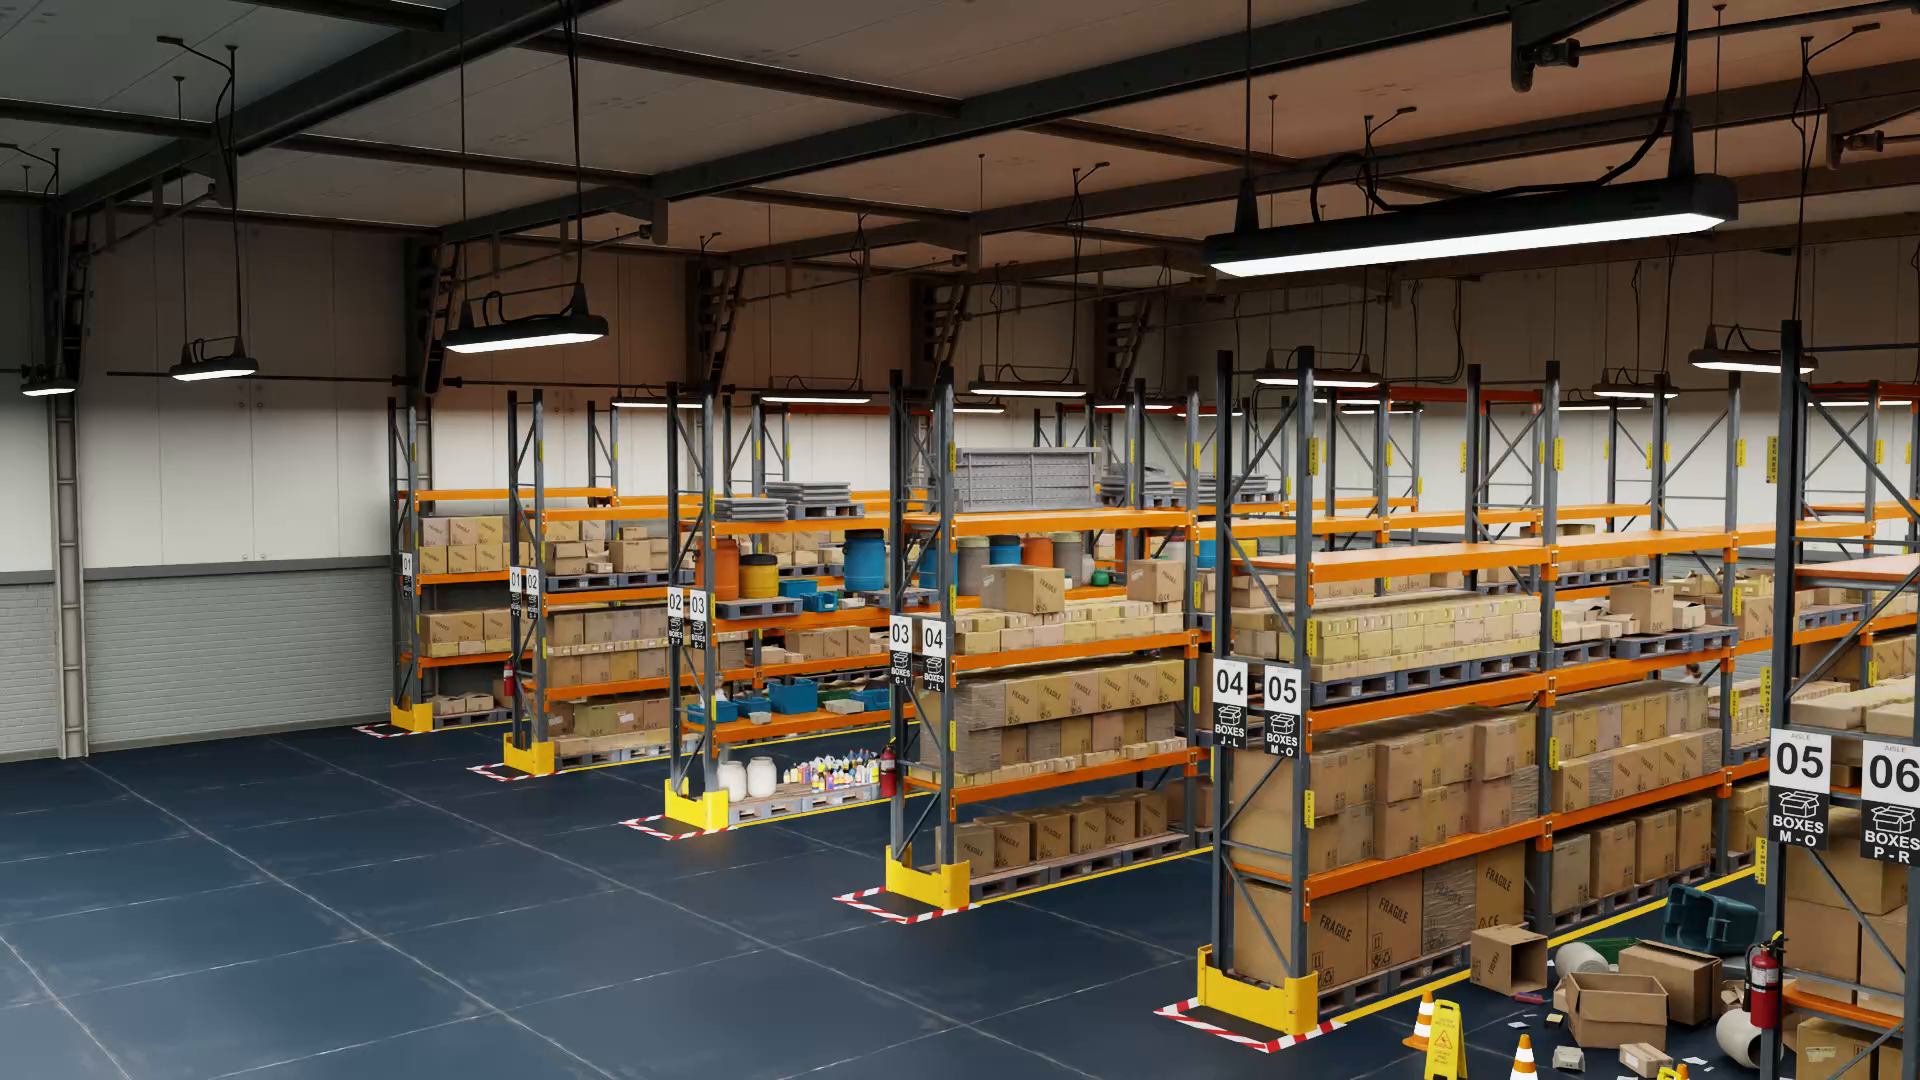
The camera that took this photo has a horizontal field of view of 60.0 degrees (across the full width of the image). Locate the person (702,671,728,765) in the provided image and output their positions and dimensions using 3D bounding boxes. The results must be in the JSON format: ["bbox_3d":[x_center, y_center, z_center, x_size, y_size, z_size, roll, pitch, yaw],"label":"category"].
[{"bbox_3d":[-3.729,2.865,25.396,0.375,1.728,0.535,2,4,34],"label":"person"}]

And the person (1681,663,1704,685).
[{"bbox_3d":[11.698,2.764,26.673,0.511,1.684,0.376,-1,3,-15],"label":"person"}]
